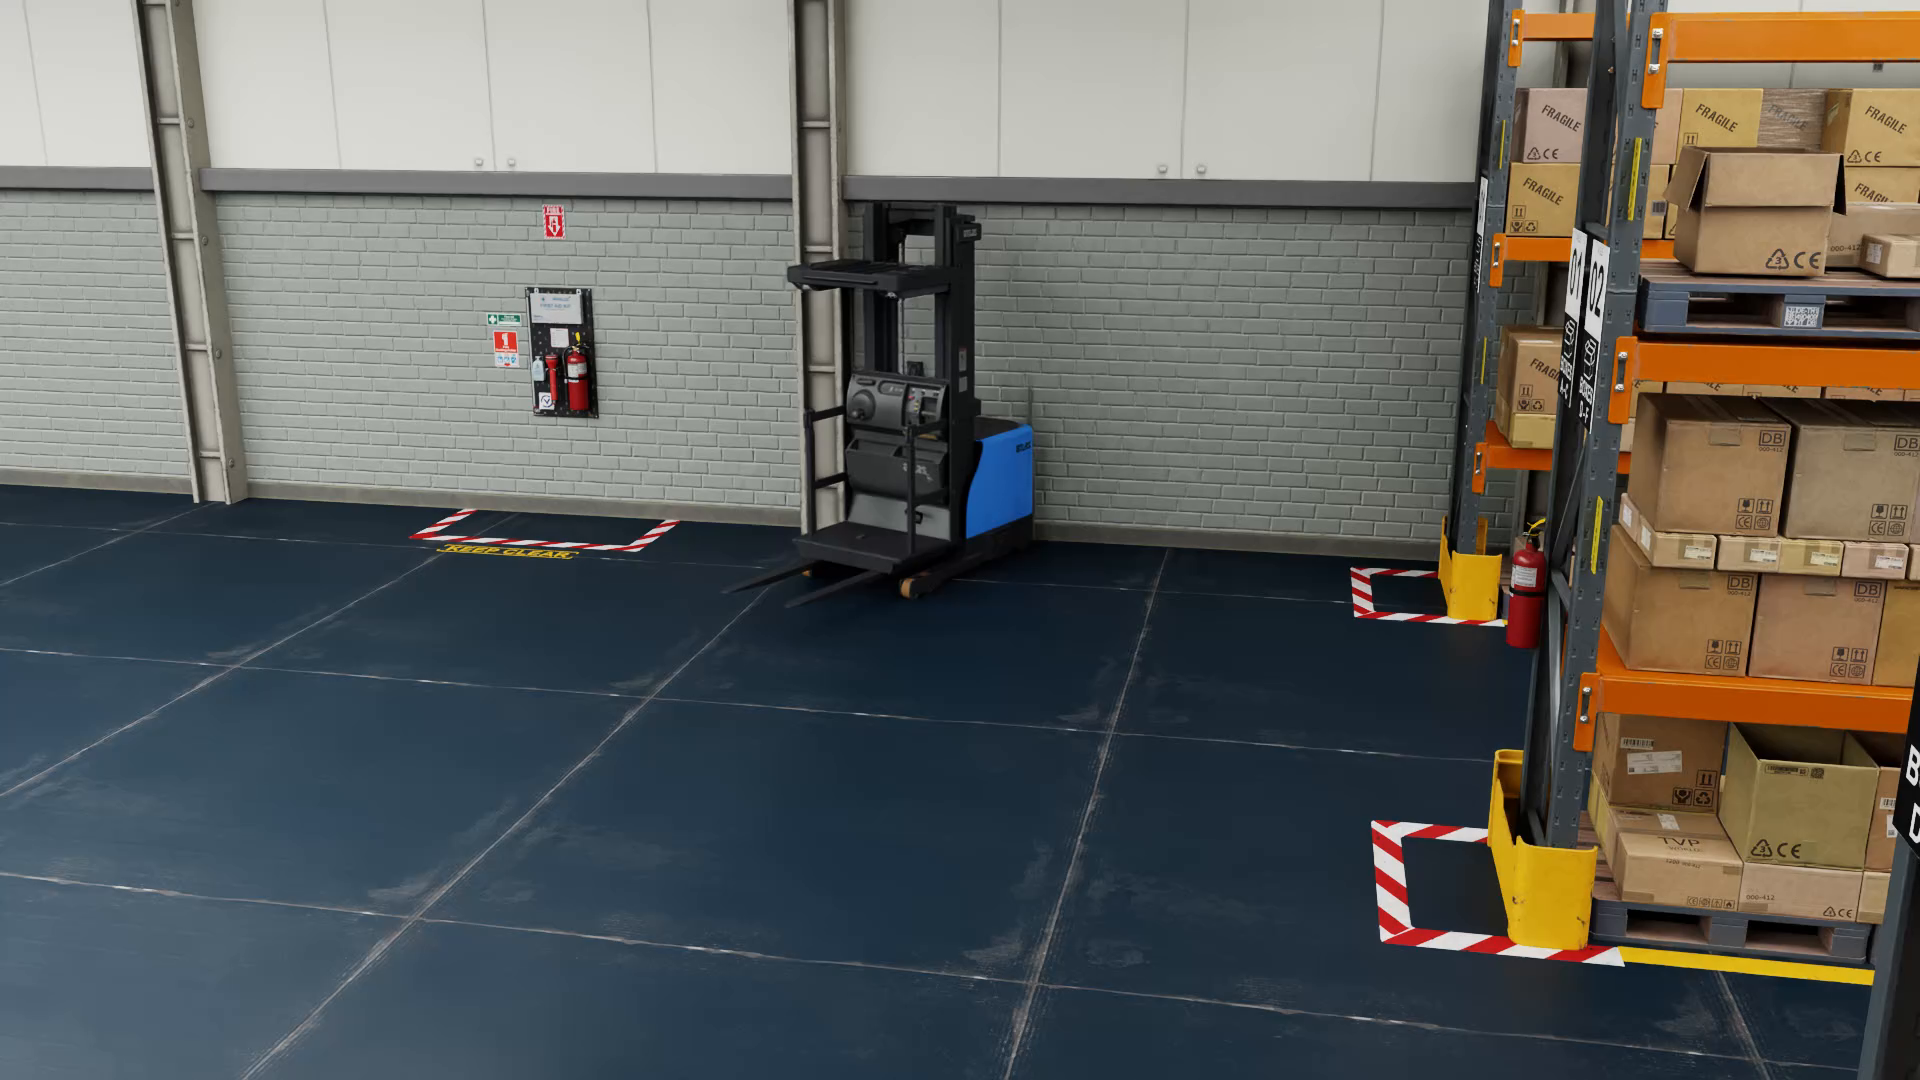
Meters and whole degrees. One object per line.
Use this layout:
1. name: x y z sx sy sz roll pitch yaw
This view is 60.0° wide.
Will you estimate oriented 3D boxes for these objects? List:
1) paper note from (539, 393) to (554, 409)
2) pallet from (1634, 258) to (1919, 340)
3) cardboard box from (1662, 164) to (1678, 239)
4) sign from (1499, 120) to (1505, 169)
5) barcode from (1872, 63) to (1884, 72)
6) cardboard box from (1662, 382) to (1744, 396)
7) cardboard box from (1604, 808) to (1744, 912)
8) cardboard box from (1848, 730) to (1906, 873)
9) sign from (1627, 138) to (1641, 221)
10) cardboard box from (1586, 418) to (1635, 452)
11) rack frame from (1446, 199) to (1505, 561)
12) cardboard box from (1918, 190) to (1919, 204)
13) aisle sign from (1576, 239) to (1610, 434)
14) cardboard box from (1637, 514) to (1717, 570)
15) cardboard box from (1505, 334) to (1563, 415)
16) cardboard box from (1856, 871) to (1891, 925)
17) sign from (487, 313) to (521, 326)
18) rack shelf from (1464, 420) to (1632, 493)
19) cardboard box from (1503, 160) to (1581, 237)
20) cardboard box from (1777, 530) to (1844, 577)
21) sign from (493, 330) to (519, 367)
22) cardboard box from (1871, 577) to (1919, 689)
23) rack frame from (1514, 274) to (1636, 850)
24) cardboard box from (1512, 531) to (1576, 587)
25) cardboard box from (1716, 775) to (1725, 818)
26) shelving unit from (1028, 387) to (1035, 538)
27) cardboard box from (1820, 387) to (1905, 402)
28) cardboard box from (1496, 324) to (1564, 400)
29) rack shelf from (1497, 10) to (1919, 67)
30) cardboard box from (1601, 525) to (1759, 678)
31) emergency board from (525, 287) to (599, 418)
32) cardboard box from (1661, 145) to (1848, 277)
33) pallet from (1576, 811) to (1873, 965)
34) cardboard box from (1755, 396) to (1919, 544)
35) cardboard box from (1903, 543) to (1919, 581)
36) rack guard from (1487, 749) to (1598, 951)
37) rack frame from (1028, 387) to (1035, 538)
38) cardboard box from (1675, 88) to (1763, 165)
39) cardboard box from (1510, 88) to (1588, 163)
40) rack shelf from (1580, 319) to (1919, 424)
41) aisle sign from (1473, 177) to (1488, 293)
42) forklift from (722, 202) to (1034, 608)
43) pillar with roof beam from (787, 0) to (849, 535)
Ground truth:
1. paper note: -3.747 -1.259 15.070 0.142 0.148 0.016 3 16 11
2. pallet: 3.552 -1.069 7.280 1.213 0.211 1.003 3 16 11
3. cardboard box: 5.155 -2.362 11.558 0.500 0.500 0.500 4 16 14
4. sign: 3.740 -2.732 11.478 0.005 0.325 0.100 3 16 11
5. barcode: 6.492 -3.341 11.758 0.075 0.075 0.001 3 16 11
6. cardboard box: 5.244 -1.143 11.840 0.500 0.500 0.500 3 16 9
7. cardboard box: 3.346 1.499 7.826 0.500 0.250 0.500 3 16 11
8. cardboard box: 4.329 1.187 7.548 0.500 0.500 0.500 3 16 11
9. sign: 2.748 -1.471 6.778 0.005 0.325 0.100 3 16 11
10. cardboard box: 4.775 -0.811 12.045 0.500 0.250 0.500 3 16 9
11. rack frame: 3.848 -1.007 12.507 0.127 3.000 1.000 3 16 11
12. cardboard box: 6.731 -2.290 11.296 0.500 0.500 0.500 2 16 6
13. aisle sign: 2.739 -0.887 7.205 0.004 0.787 0.394 3 16 11
14. cardboard box: 3.206 0.006 7.450 0.250 0.149 0.380 3 16 11
15. cardboard box: 4.256 -1.201 12.049 0.500 0.500 0.500 3 16 11
16. cardboard box: 4.326 1.551 7.637 0.500 0.250 0.500 3 16 11
17. sign: -4.106 -1.983 14.972 0.331 0.109 0.001 3 16 11
18. rack shelf: 5.808 -0.554 12.219 4.000 0.370 1.077 3 16 11
19. cardboard box: 4.126 -2.427 11.791 0.500 0.500 0.500 4 16 13
20. cardboard box: 3.710 0.033 7.353 0.250 0.149 0.380 3 16 11
21. sign: -4.108 -1.730 15.052 0.234 0.329 0.001 3 16 11
22. cardboard box: 4.321 0.324 7.516 0.500 0.500 0.700 3 16 11
23. rack frame: 2.865 0.289 7.829 0.127 3.000 1.000 3 16 11
24. cardboard box: 4.508 0.137 12.590 0.500 0.311 0.500 1 16 5
25. cardboard box: 3.941 1.387 8.231 0.500 0.250 0.500 3 16 11
26. shelving unit: 0.097 -0.762 14.449 1.048 1.500 0.538 -1 3 -1
27. cardboard box: 6.261 -1.092 11.653 0.500 0.500 0.500 3 16 9
28. cardboard box: 4.352 -1.336 12.535 0.500 0.500 0.500 3 16 10
29. rack shelf: 5.808 -3.443 11.419 4.000 0.370 1.077 3 16 11
30. cardboard box: 3.320 0.269 7.713 0.500 0.500 0.700 3 16 11
31. emergency board: -3.587 -1.656 14.853 0.643 1.169 0.194 3 16 11
32. cardboard box: 3.427 -1.444 7.225 0.637 0.503 0.797 4 16 15
33. pallet: 3.622 1.663 8.093 1.213 0.211 1.003 3 16 11
34. cardboard box: 3.888 -0.327 7.434 0.500 0.500 0.700 3 16 10
35. cardboard box: 4.218 0.060 7.253 0.250 0.149 0.380 3 16 9
36. rack guard: 2.841 1.493 8.167 0.348 0.500 1.175 3 16 11
37. rack frame: 0.606 -0.775 14.457 0.032 1.500 0.500 -1 3 -1
38. cardboard box: 5.163 -2.844 11.422 0.500 0.500 0.500 4 16 13
39. cardboard box: 4.177 -2.908 11.654 0.500 0.500 0.500 2 16 7
40. rack shelf: 4.825 -0.703 7.140 4.000 0.370 1.077 3 16 11
41. aisle sign: 3.718 -2.185 11.891 0.004 0.787 0.394 3 16 11
42. forklift: -0.626 -1.099 12.970 1.130 2.935 3.031 11 19 33
43. pillar with roof beam: -2.031 -3.280 9.476 0.400 9.000 9.100 3 16 11
